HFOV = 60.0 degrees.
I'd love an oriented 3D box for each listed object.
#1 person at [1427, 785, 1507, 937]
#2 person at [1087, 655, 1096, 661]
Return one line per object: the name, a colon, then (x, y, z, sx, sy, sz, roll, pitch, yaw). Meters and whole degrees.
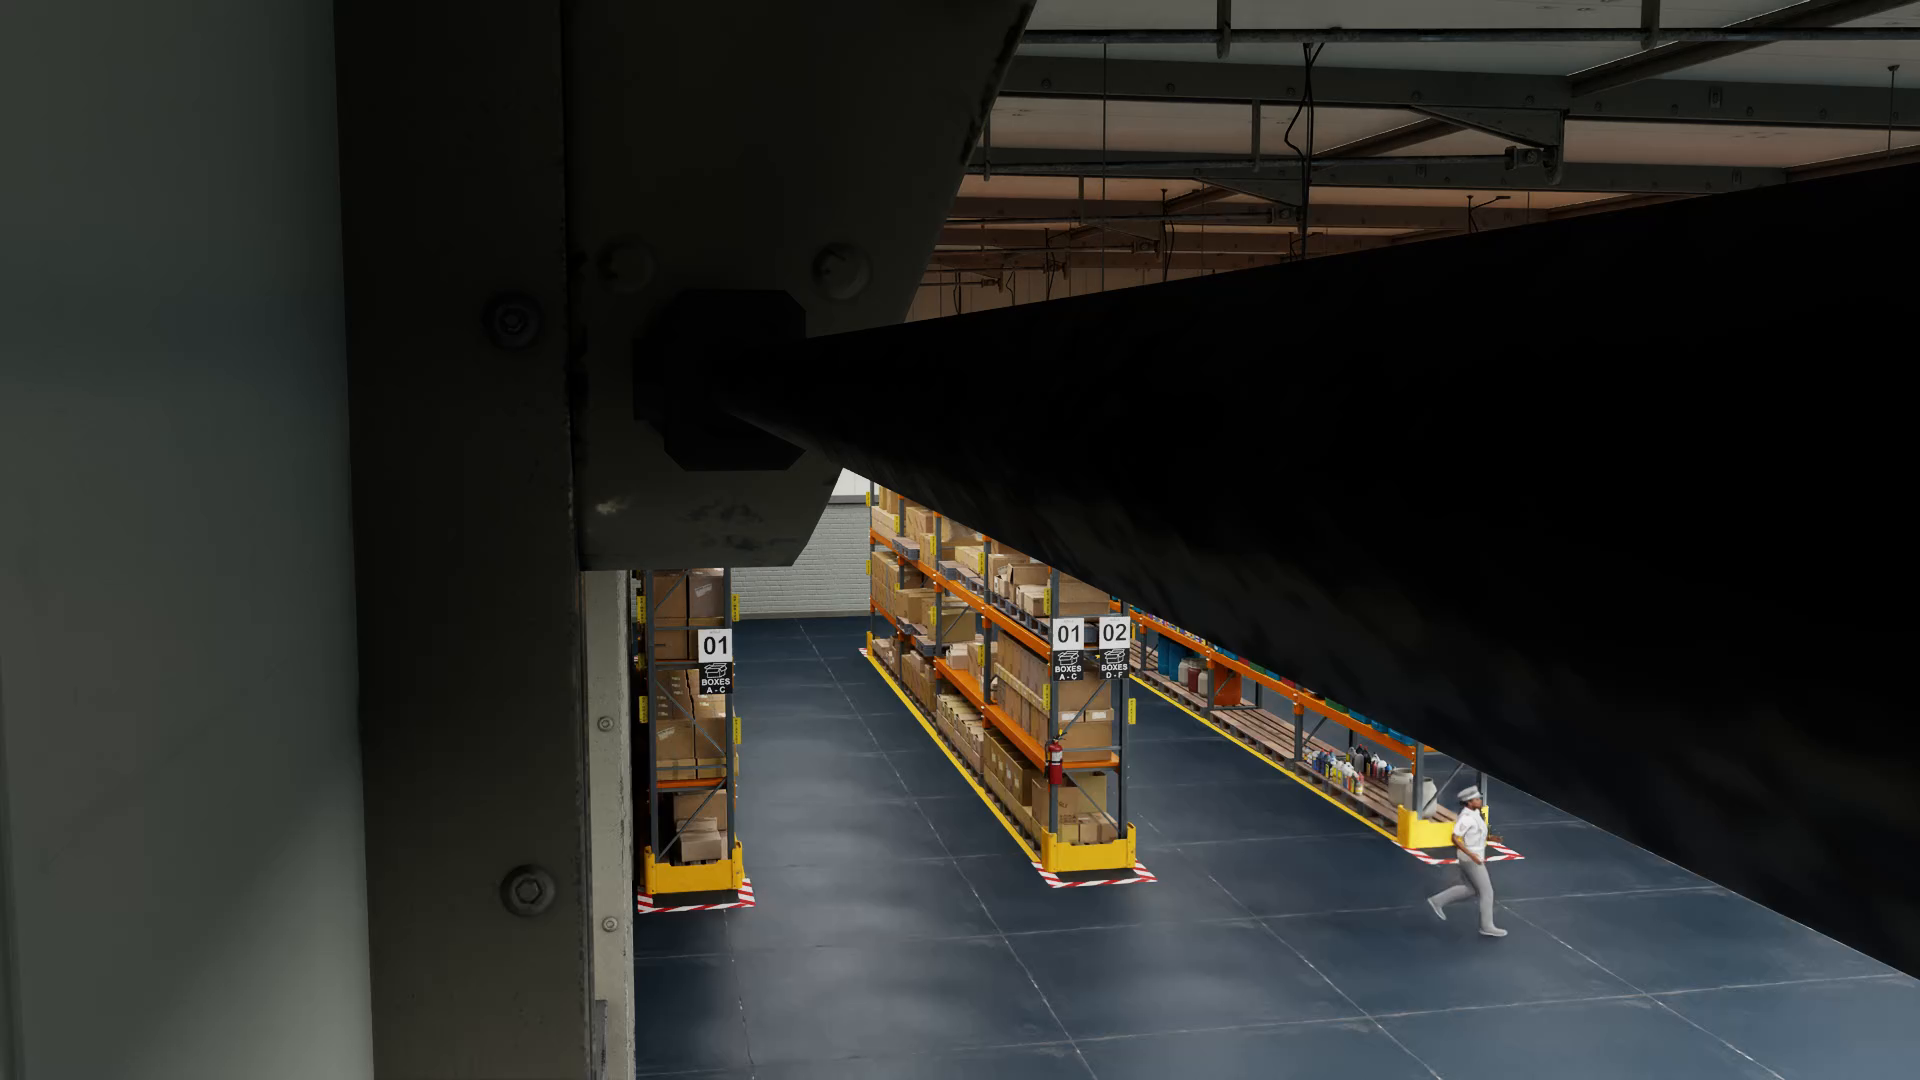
person: (5.677, 3.555, 18.556, 0.871, 1.670, 0.587, 2, 6, 19)
person: (2.251, 2.344, 30.538, 0.579, 1.607, 0.678, -2, 6, -20)
